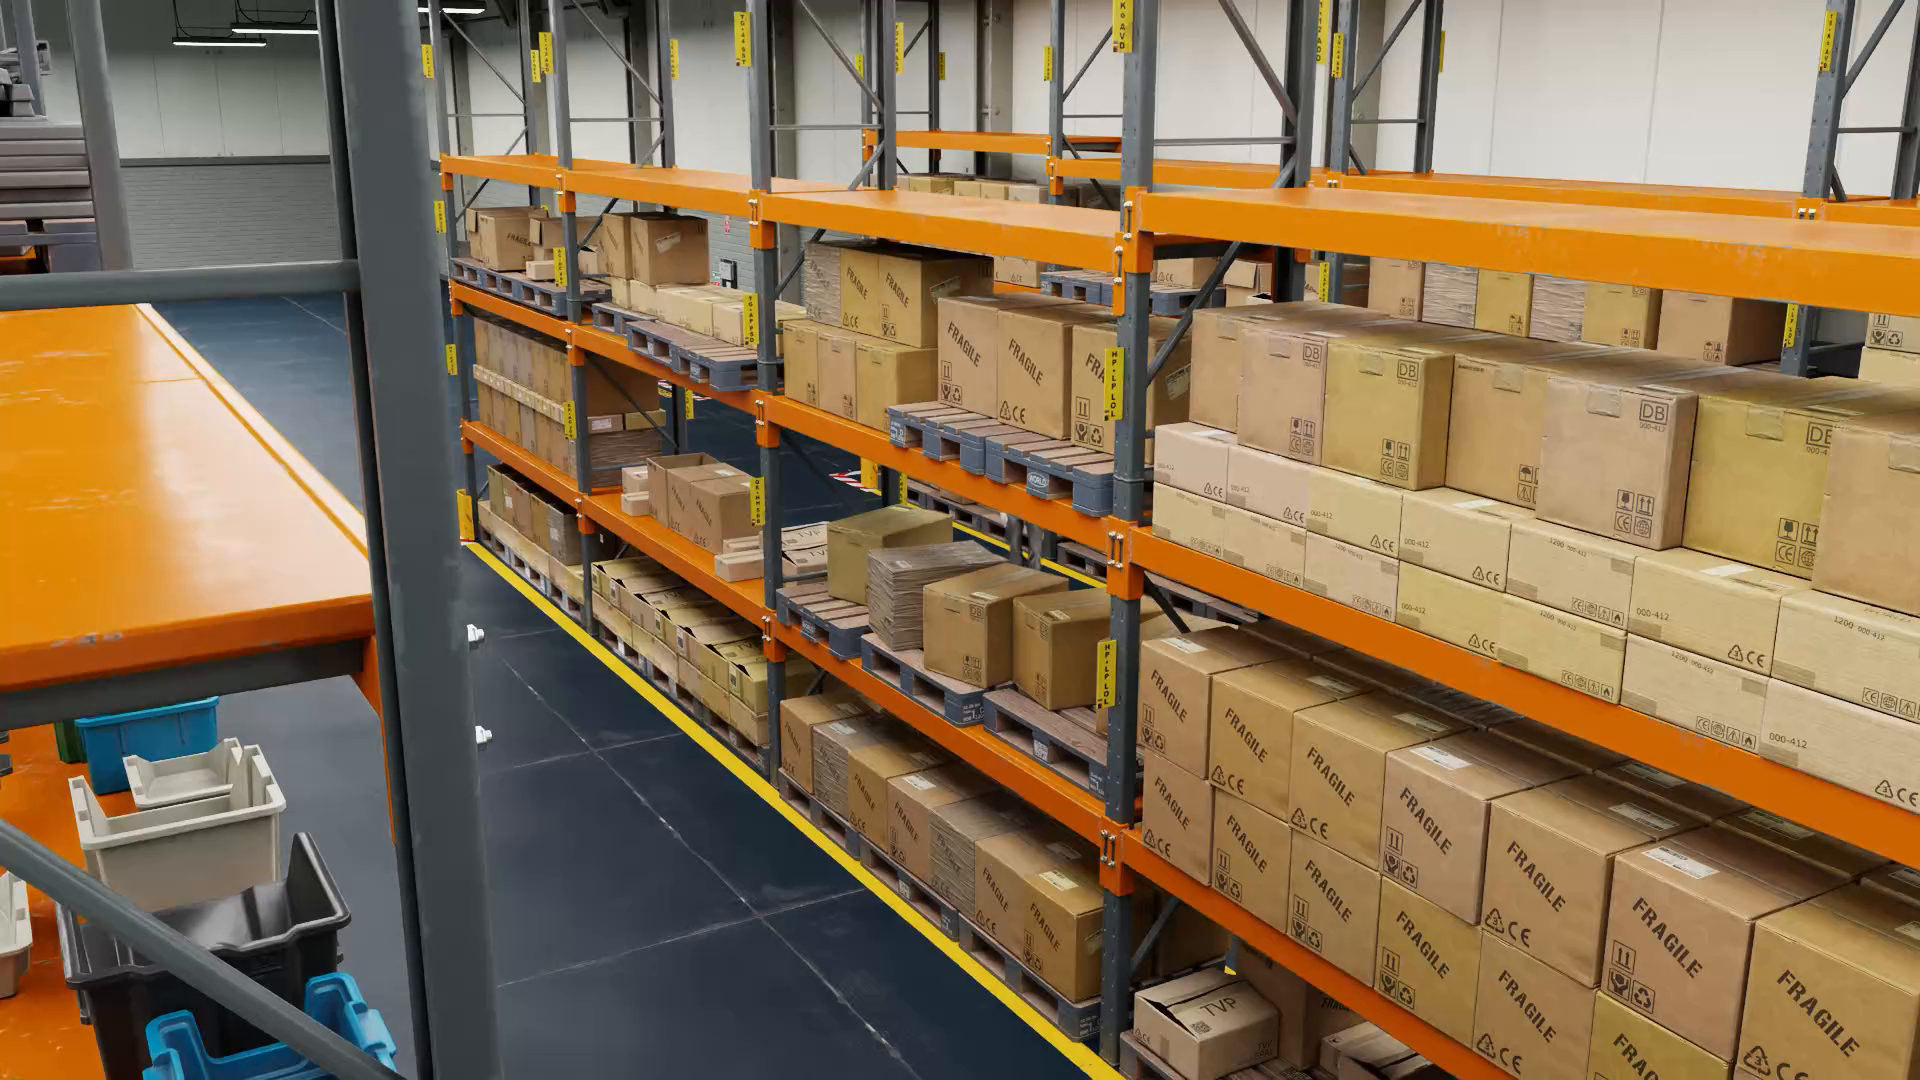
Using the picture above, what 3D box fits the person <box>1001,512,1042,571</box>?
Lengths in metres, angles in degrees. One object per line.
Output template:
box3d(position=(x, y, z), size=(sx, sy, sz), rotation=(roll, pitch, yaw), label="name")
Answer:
box3d(position=(0.614, -0.266, 15.928), size=(0.510, 1.672, 0.475), rotation=(3, 15, 13), label="person")
